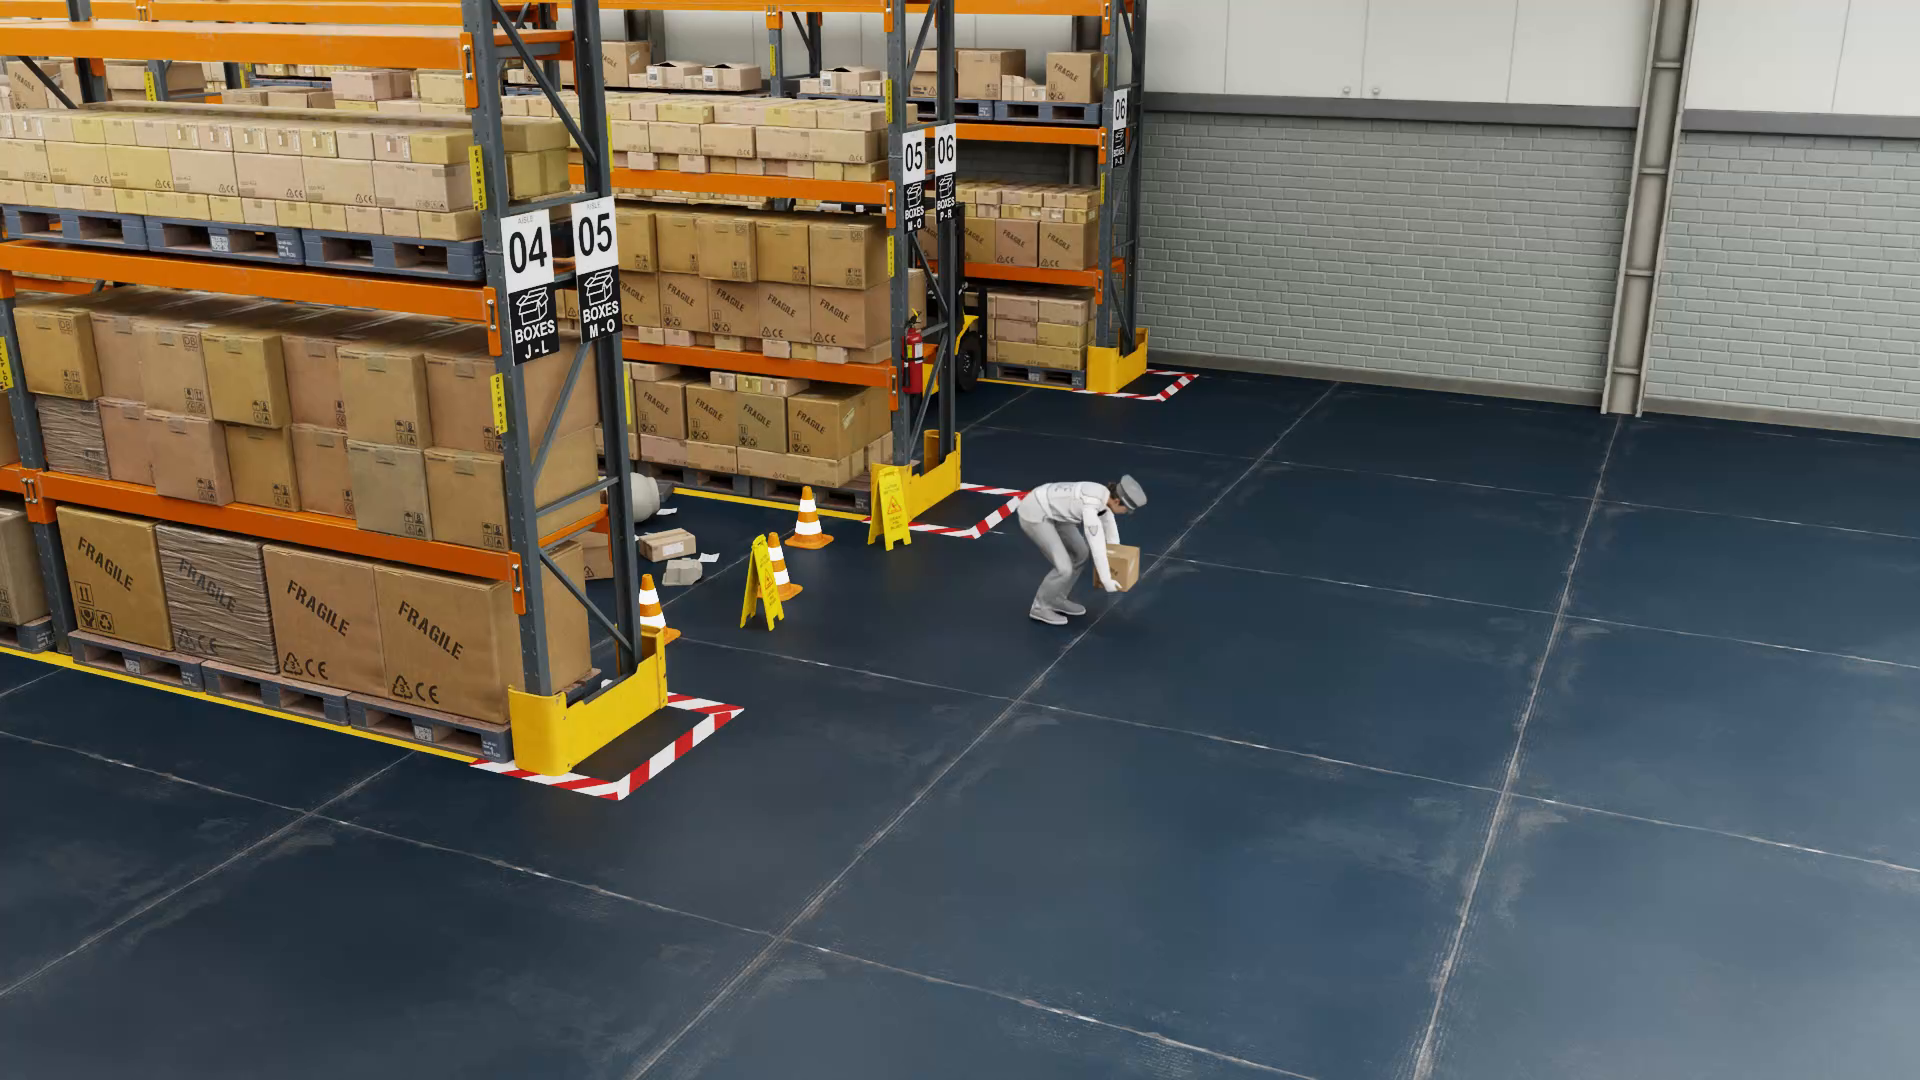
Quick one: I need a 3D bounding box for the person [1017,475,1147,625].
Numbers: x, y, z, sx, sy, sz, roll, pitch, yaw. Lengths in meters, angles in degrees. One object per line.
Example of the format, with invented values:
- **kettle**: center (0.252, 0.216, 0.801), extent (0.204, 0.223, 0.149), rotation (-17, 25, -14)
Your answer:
- **person**: center (0.857, 0.051, 11.776), extent (0.918, 1.105, 0.441), rotation (7, 20, 20)
